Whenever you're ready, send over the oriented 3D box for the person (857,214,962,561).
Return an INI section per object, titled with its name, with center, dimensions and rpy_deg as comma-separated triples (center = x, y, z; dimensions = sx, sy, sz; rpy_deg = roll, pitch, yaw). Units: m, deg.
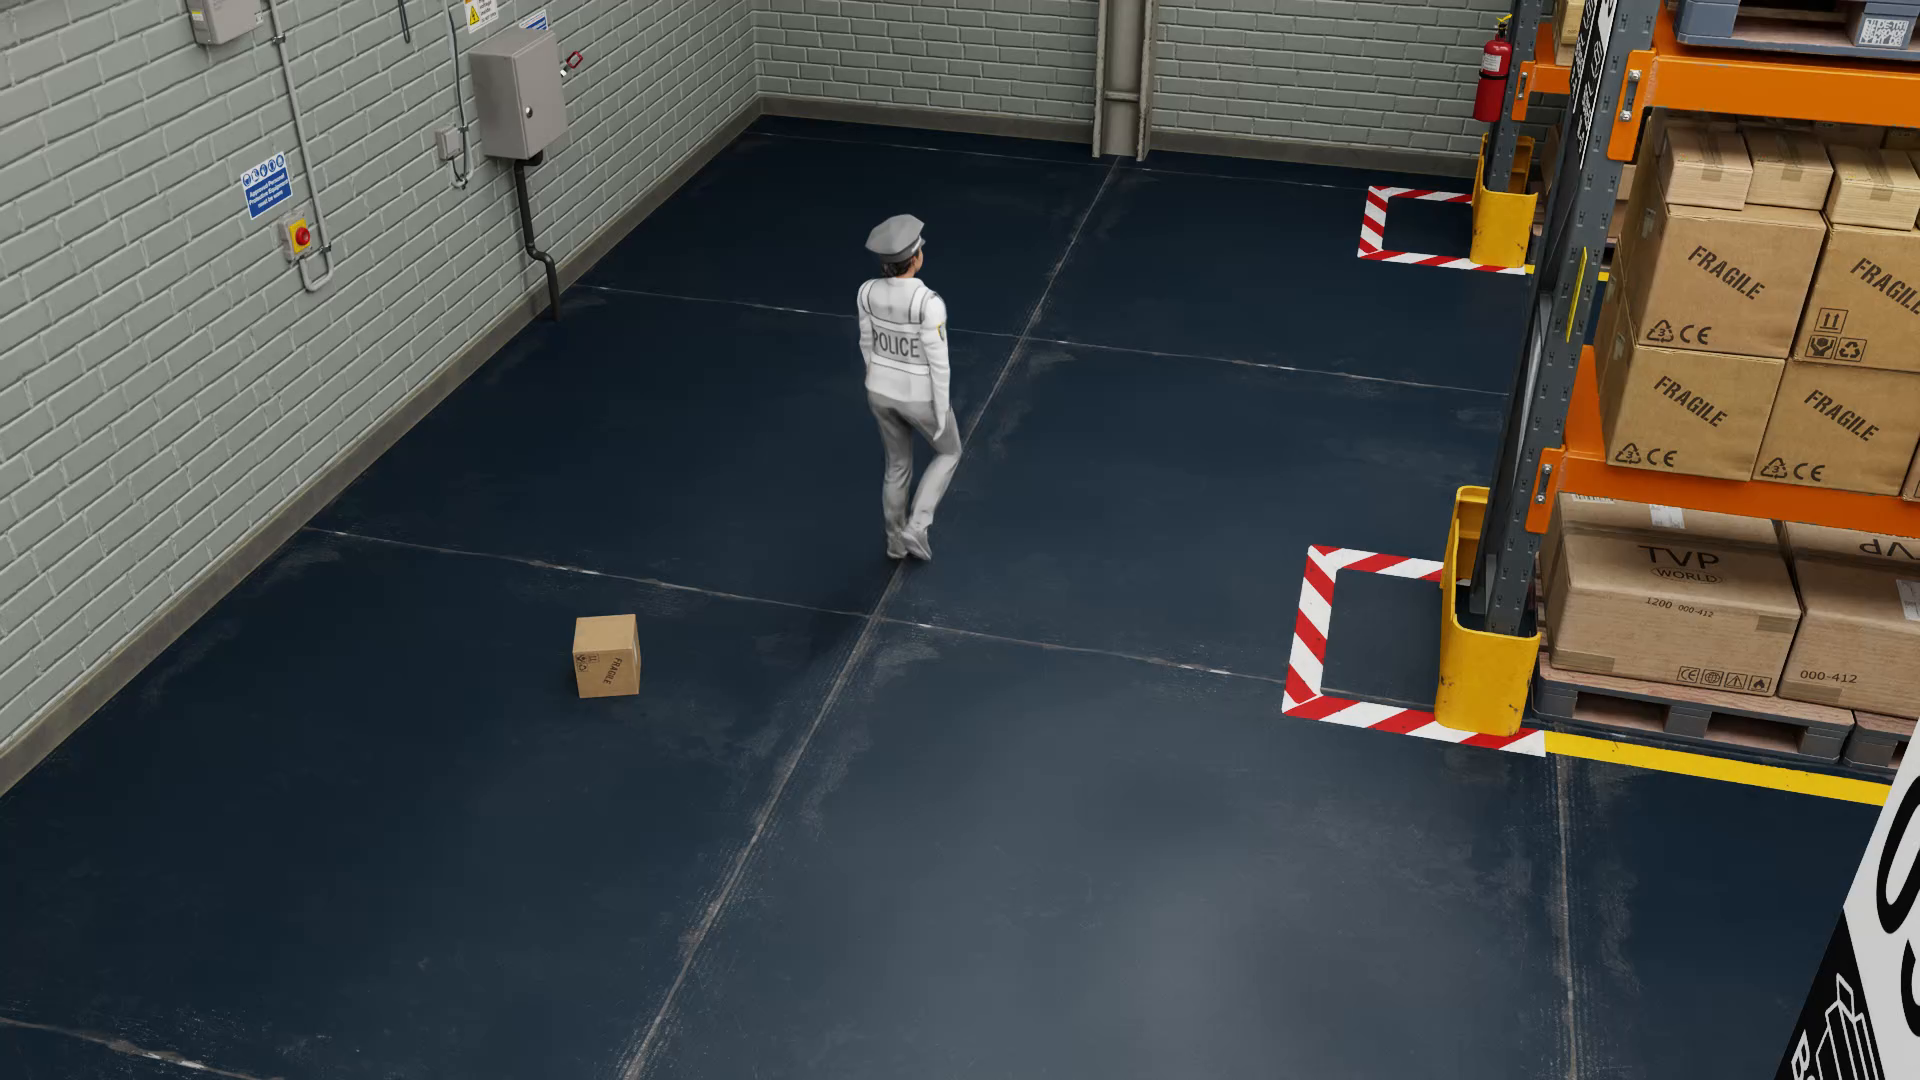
[person]
center = -0.241, -0.659, 7.584
dimensions = 0.492, 1.682, 0.435
rpy_deg = 16, 36, 22
